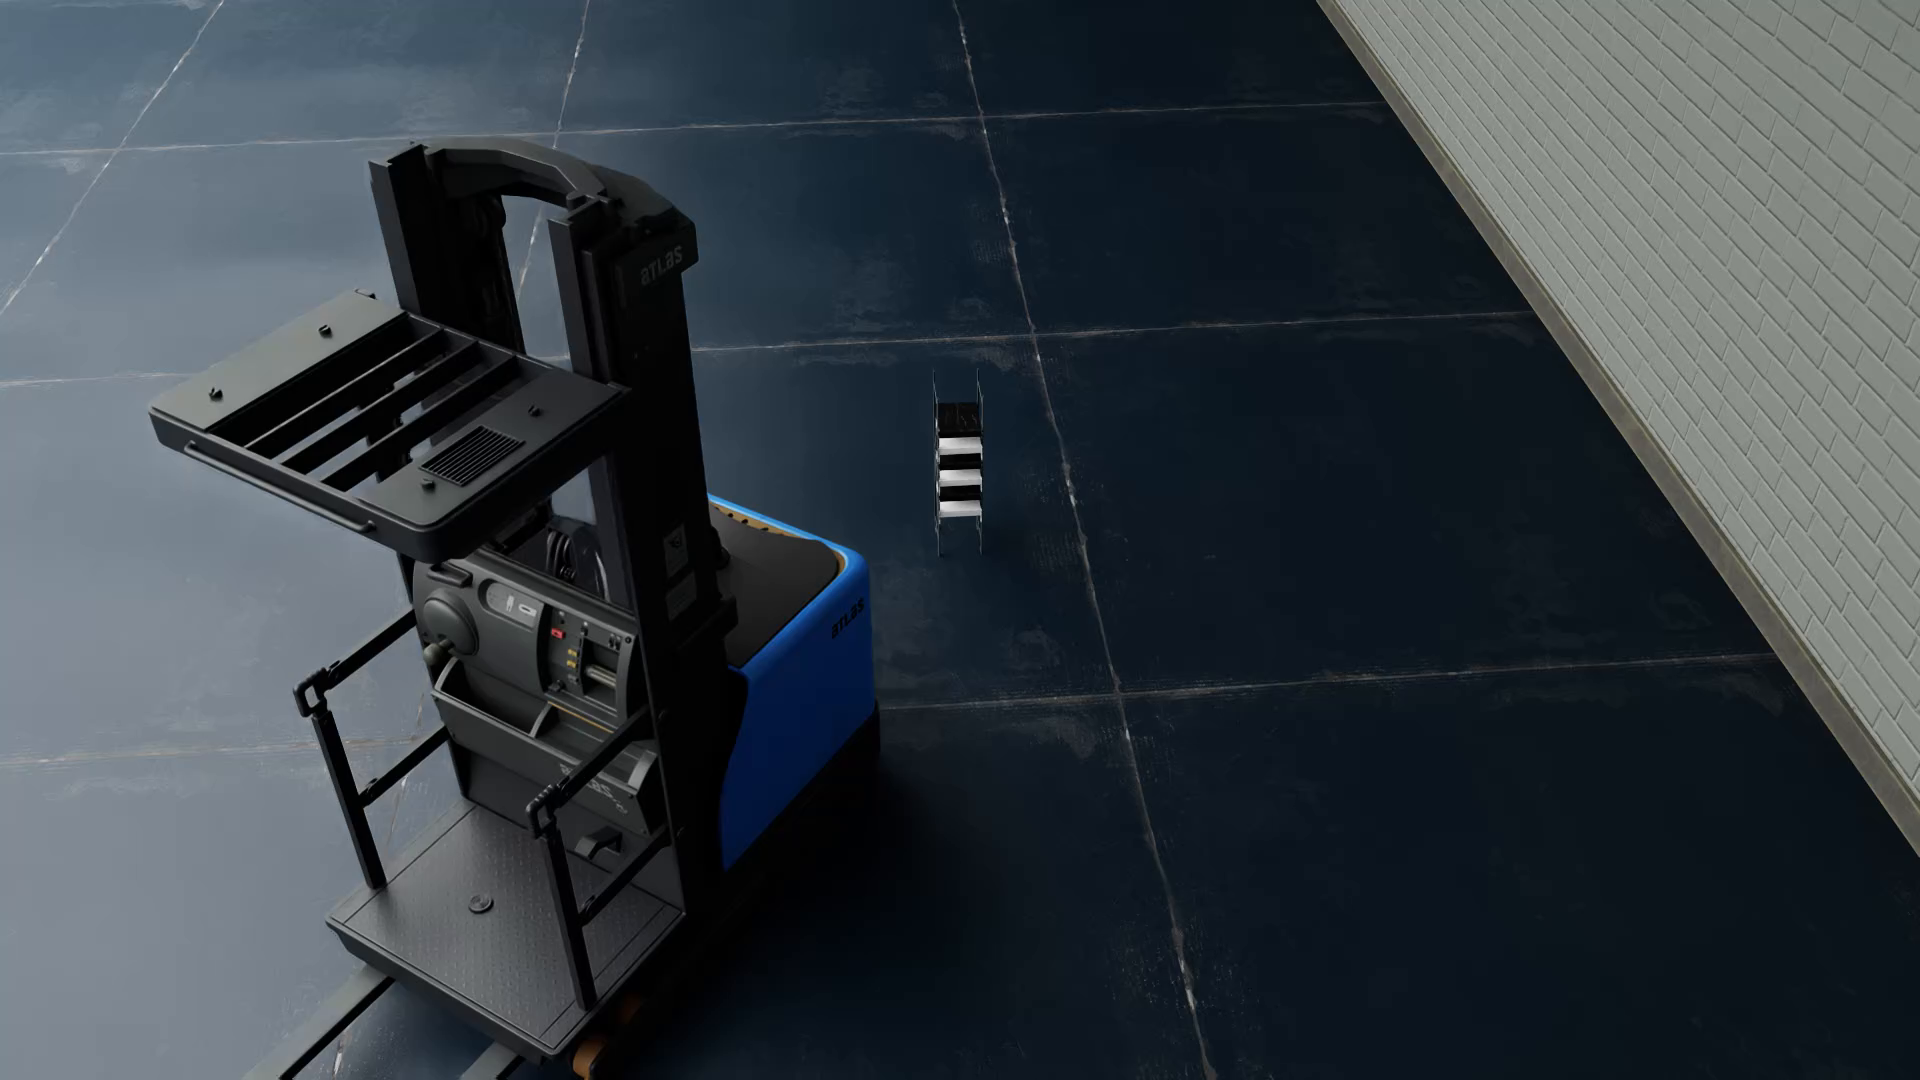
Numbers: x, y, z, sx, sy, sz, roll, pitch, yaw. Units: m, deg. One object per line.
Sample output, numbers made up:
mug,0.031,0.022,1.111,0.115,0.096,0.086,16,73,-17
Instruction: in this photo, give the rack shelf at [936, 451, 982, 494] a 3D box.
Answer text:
rack shelf,-0.008,-0.327,7.813,0.200,0.077,0.258,-3,38,-4

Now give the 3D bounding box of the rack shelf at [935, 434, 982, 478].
rack shelf,-0.008,-0.397,7.758,0.200,0.077,0.258,-3,38,-4

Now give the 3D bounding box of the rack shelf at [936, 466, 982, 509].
rack shelf,-0.008,-0.256,7.869,0.200,0.077,0.258,-3,38,-4

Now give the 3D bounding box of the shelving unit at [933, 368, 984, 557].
shelving unit,-0.008,-0.353,7.793,0.210,0.900,0.258,-3,38,-4

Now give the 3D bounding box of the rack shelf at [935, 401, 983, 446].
rack shelf,-0.008,-0.539,7.646,0.200,0.077,0.258,-3,38,-4

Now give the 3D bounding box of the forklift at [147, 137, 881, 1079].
forklift,-1.524,0.376,5.230,1.130,2.935,3.031,21,43,24

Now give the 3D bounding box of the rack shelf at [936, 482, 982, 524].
rack shelf,-0.008,-0.185,7.925,0.200,0.077,0.258,-3,38,-4

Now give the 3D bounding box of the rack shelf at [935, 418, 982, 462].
rack shelf,-0.008,-0.468,7.702,0.200,0.077,0.258,-3,38,-4

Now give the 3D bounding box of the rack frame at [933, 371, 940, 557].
rack frame,-0.109,-0.347,7.786,0.006,0.900,0.240,-3,38,-4

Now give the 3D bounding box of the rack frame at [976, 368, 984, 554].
rack frame,0.093,-0.358,7.800,0.006,0.900,0.240,-3,38,-4
